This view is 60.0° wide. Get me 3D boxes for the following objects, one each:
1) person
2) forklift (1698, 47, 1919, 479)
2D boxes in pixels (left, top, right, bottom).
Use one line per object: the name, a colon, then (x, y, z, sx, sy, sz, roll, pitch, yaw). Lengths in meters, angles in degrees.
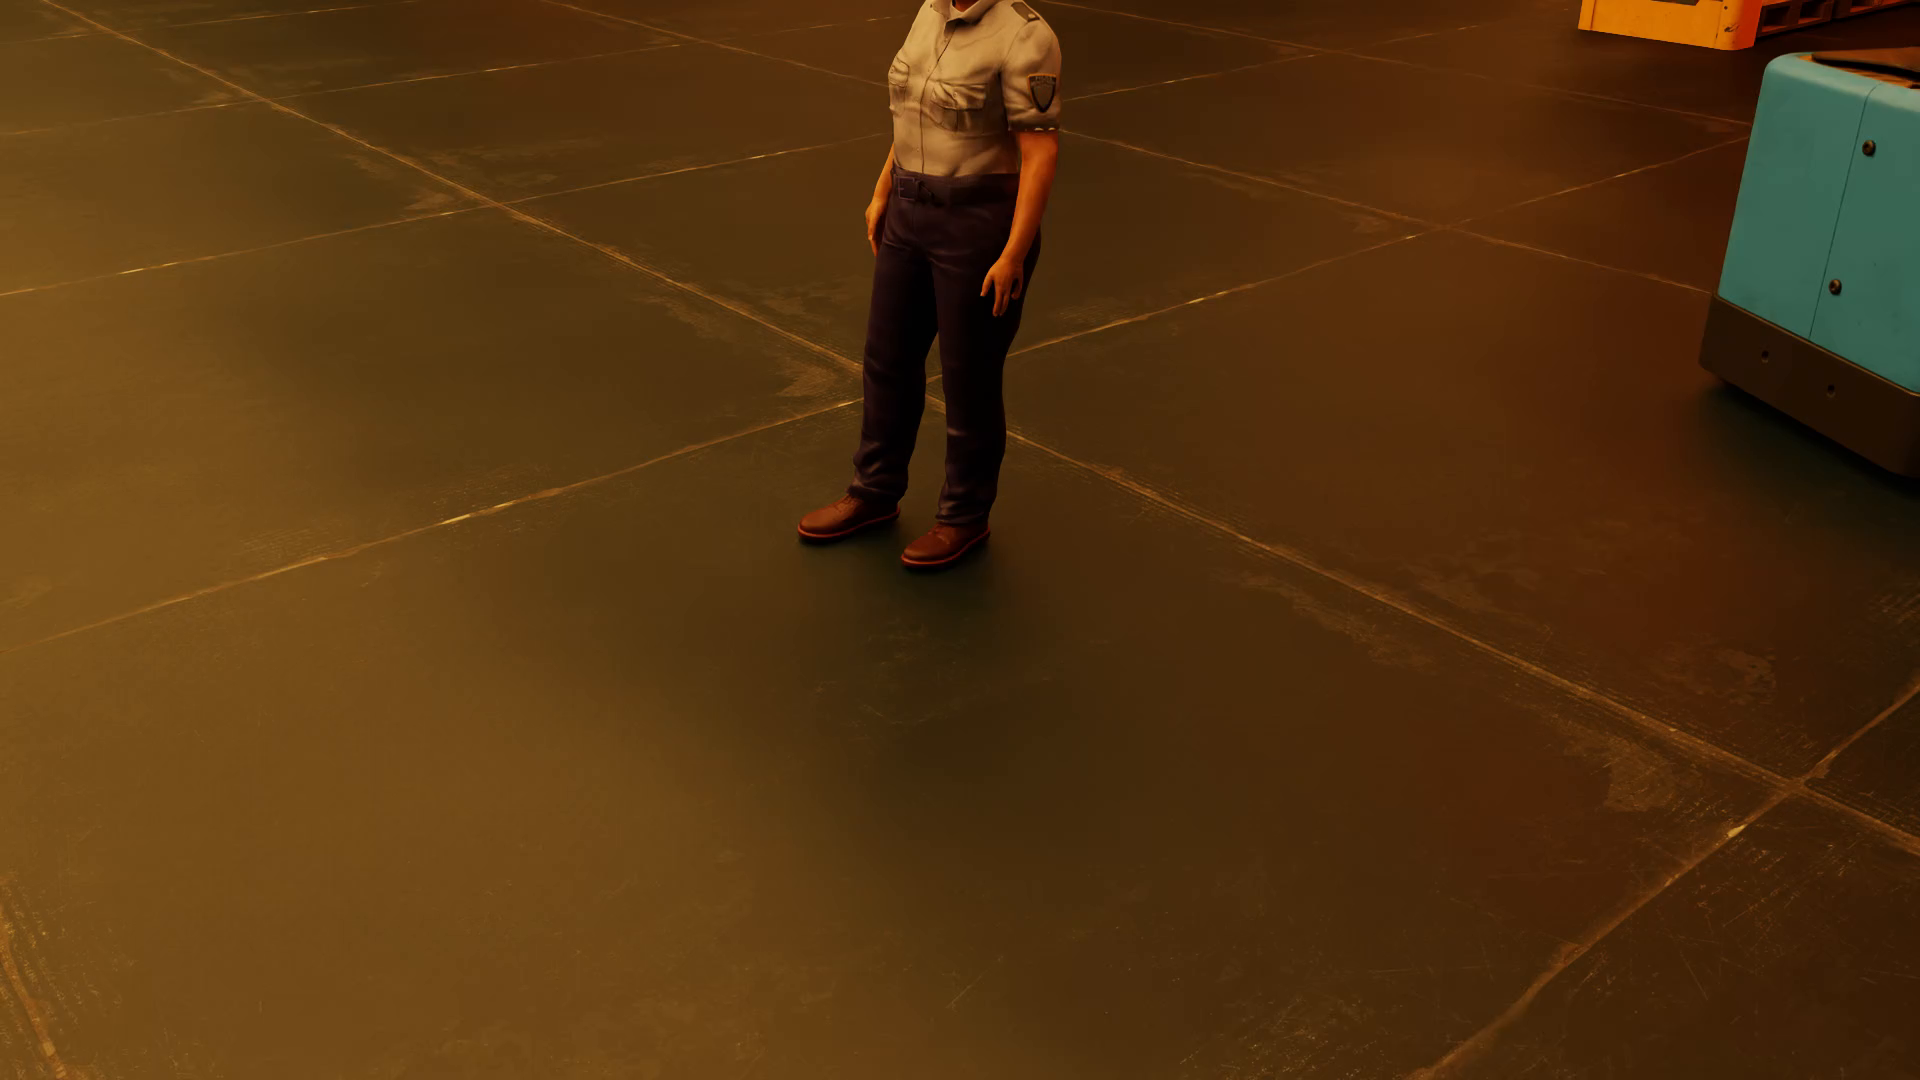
person: (-0.083, -0.728, 4.096, 0.503, 1.651, 0.598, -20, 33, -35)
forklift: (4.020, -1.782, 4.796, 3.031, 2.935, 1.130, -6, 27, -12)
